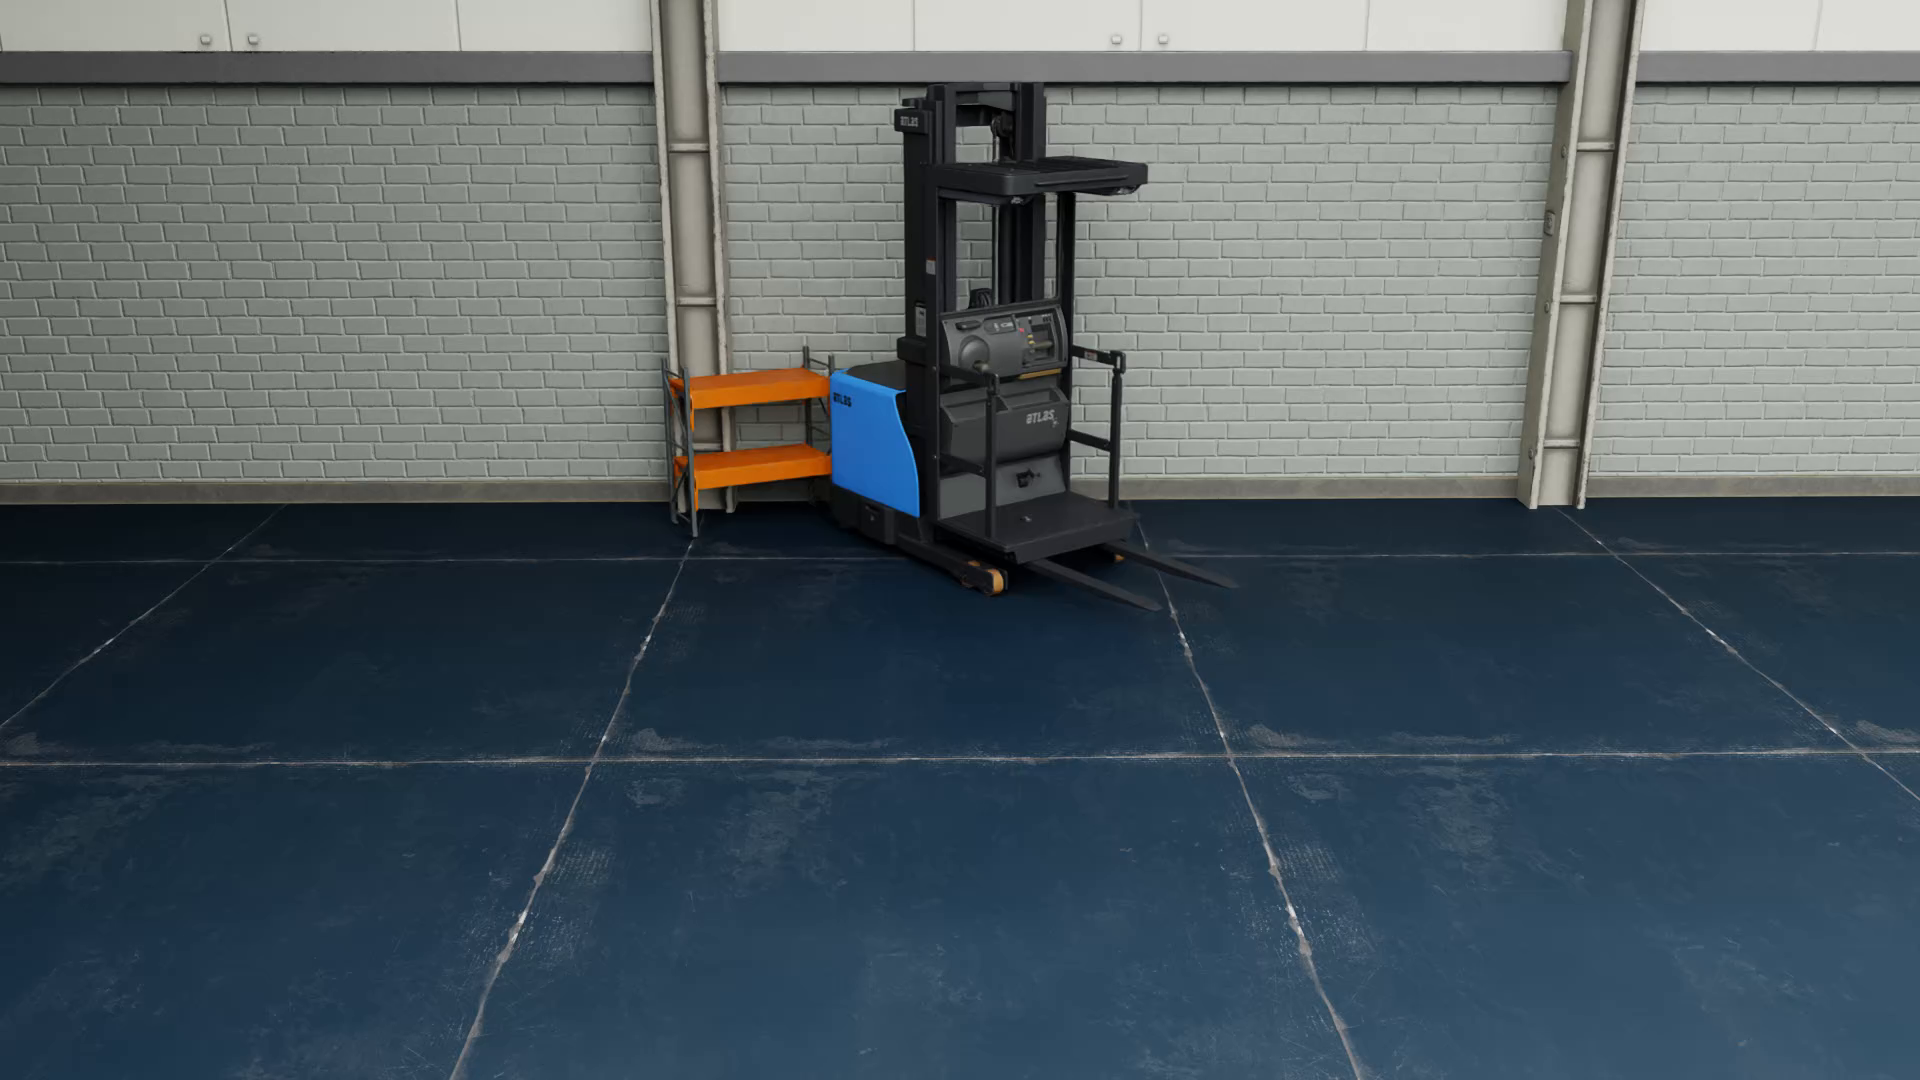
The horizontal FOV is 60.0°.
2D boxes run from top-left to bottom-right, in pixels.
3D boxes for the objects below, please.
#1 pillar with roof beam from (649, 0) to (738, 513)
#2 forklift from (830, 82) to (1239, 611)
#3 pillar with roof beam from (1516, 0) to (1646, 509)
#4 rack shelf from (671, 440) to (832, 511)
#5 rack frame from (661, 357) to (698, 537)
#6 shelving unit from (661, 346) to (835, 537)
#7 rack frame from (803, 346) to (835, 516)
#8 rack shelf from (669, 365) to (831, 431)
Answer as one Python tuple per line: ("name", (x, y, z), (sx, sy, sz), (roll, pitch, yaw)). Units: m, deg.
("pillar with roof beam", (-1.718, -3.210, 6.322), (0.400, 9.000, 9.100), (0, 18, -1))
("forklift", (0.413, -1.227, 10.075), (1.130, 2.935, 3.031), (-13, 22, -35))
("pillar with roof beam", (4.281, -3.239, 6.413), (0.400, 9.000, 9.100), (0, 18, -1))
("rack shelf", (-1.413, -0.450, 11.354), (1.000, 0.278, 0.538), (-8, 17, -26))
("rack frame", (-1.868, -0.621, 11.067), (0.032, 1.125, 0.500), (-8, 17, -26))
("shelving unit", (-1.415, -0.686, 11.288), (1.048, 1.125, 0.538), (-8, 17, -26))
("rack frame", (-0.963, -0.751, 11.510), (0.032, 1.125, 0.500), (-8, 17, -26))
("rack shelf", (-1.418, -0.968, 11.210), (1.000, 0.278, 0.538), (-8, 17, -26))
